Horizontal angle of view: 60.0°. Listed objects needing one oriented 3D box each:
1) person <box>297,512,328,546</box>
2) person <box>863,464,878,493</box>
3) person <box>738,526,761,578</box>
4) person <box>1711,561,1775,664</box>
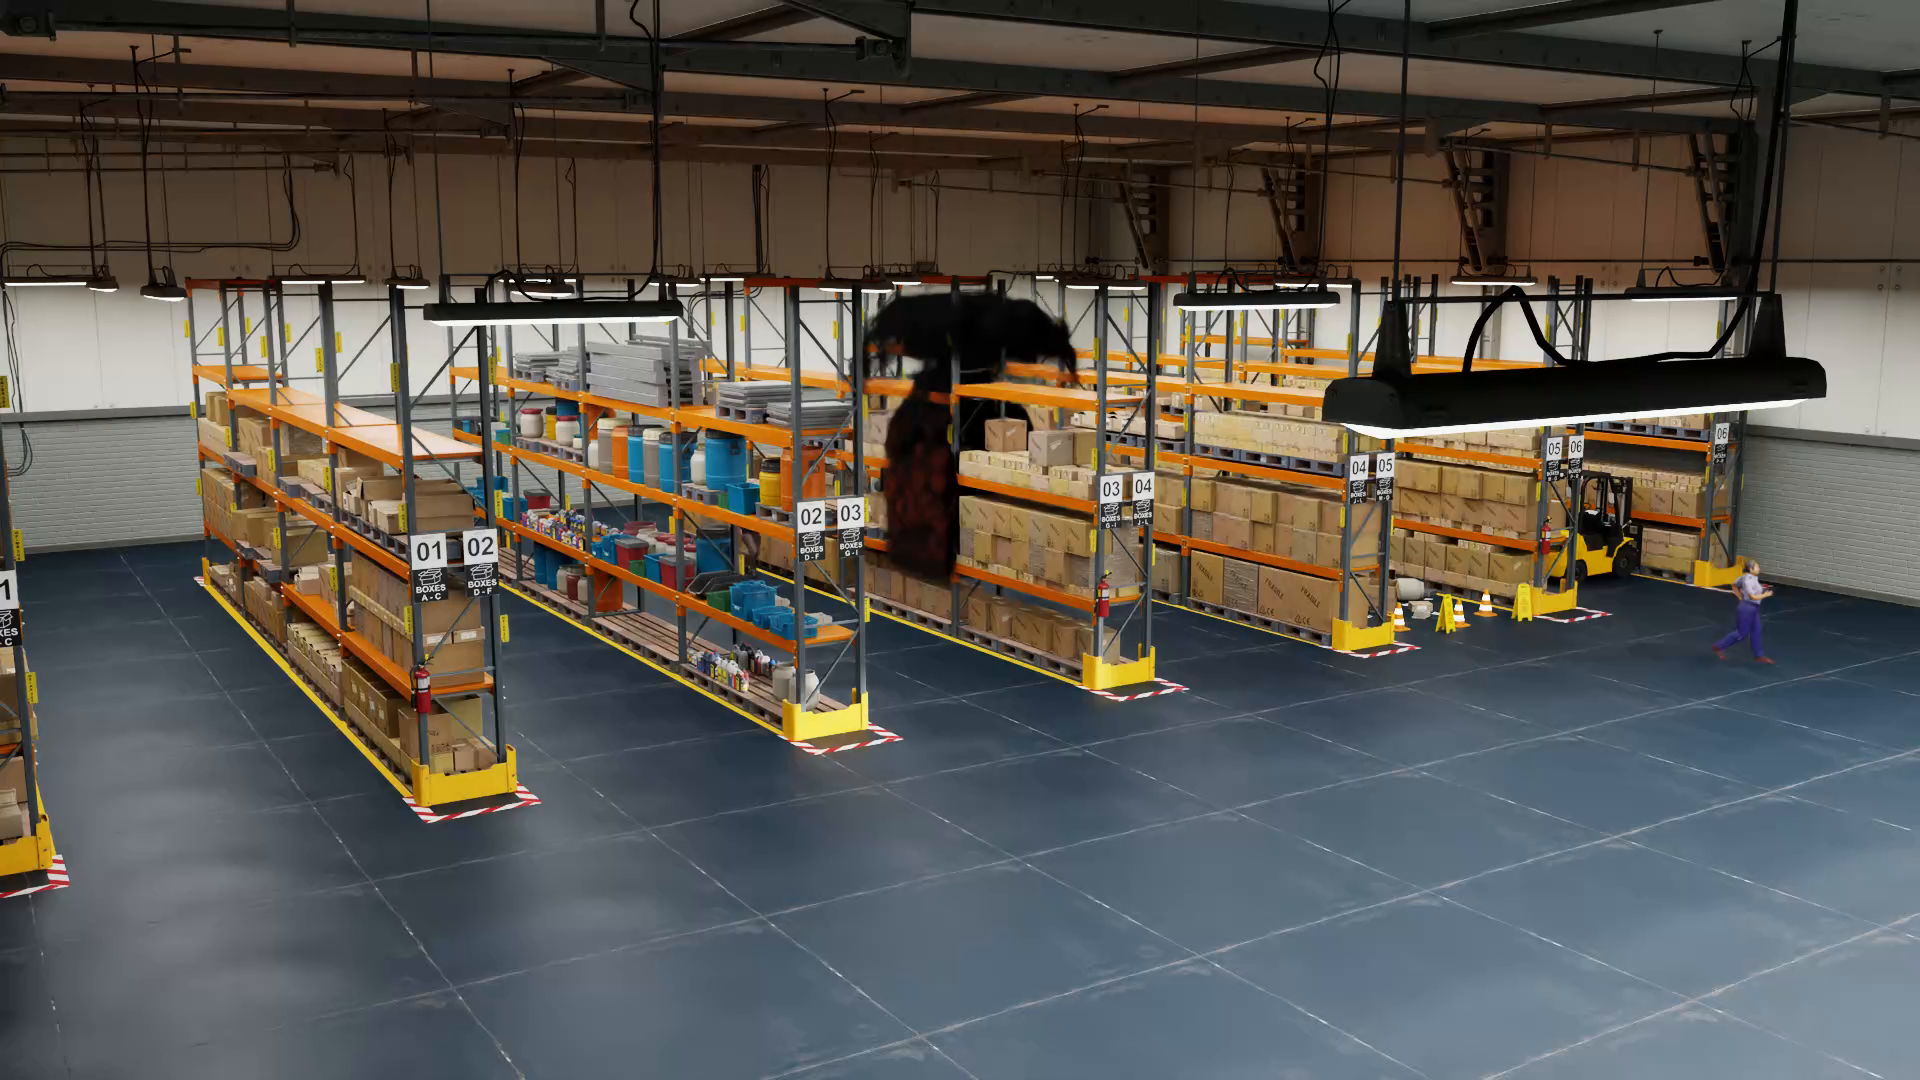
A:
[{"bbox_3d":[-13.165,-0.207,33.960,0.624,1.751,0.661,3,10,16],"label":"person"},{"bbox_3d":[-2.251,-1.596,42.214,0.747,1.833,0.632,-6,11,-33],"label":"person"},{"bbox_3d":[-4.075,-0.125,32.212,0.668,1.702,0.657,-5,11,-29],"label":"person"},{"bbox_3d":[12.384,1.128,26.190,0.938,1.625,0.607,4,10,23],"label":"person"}]
